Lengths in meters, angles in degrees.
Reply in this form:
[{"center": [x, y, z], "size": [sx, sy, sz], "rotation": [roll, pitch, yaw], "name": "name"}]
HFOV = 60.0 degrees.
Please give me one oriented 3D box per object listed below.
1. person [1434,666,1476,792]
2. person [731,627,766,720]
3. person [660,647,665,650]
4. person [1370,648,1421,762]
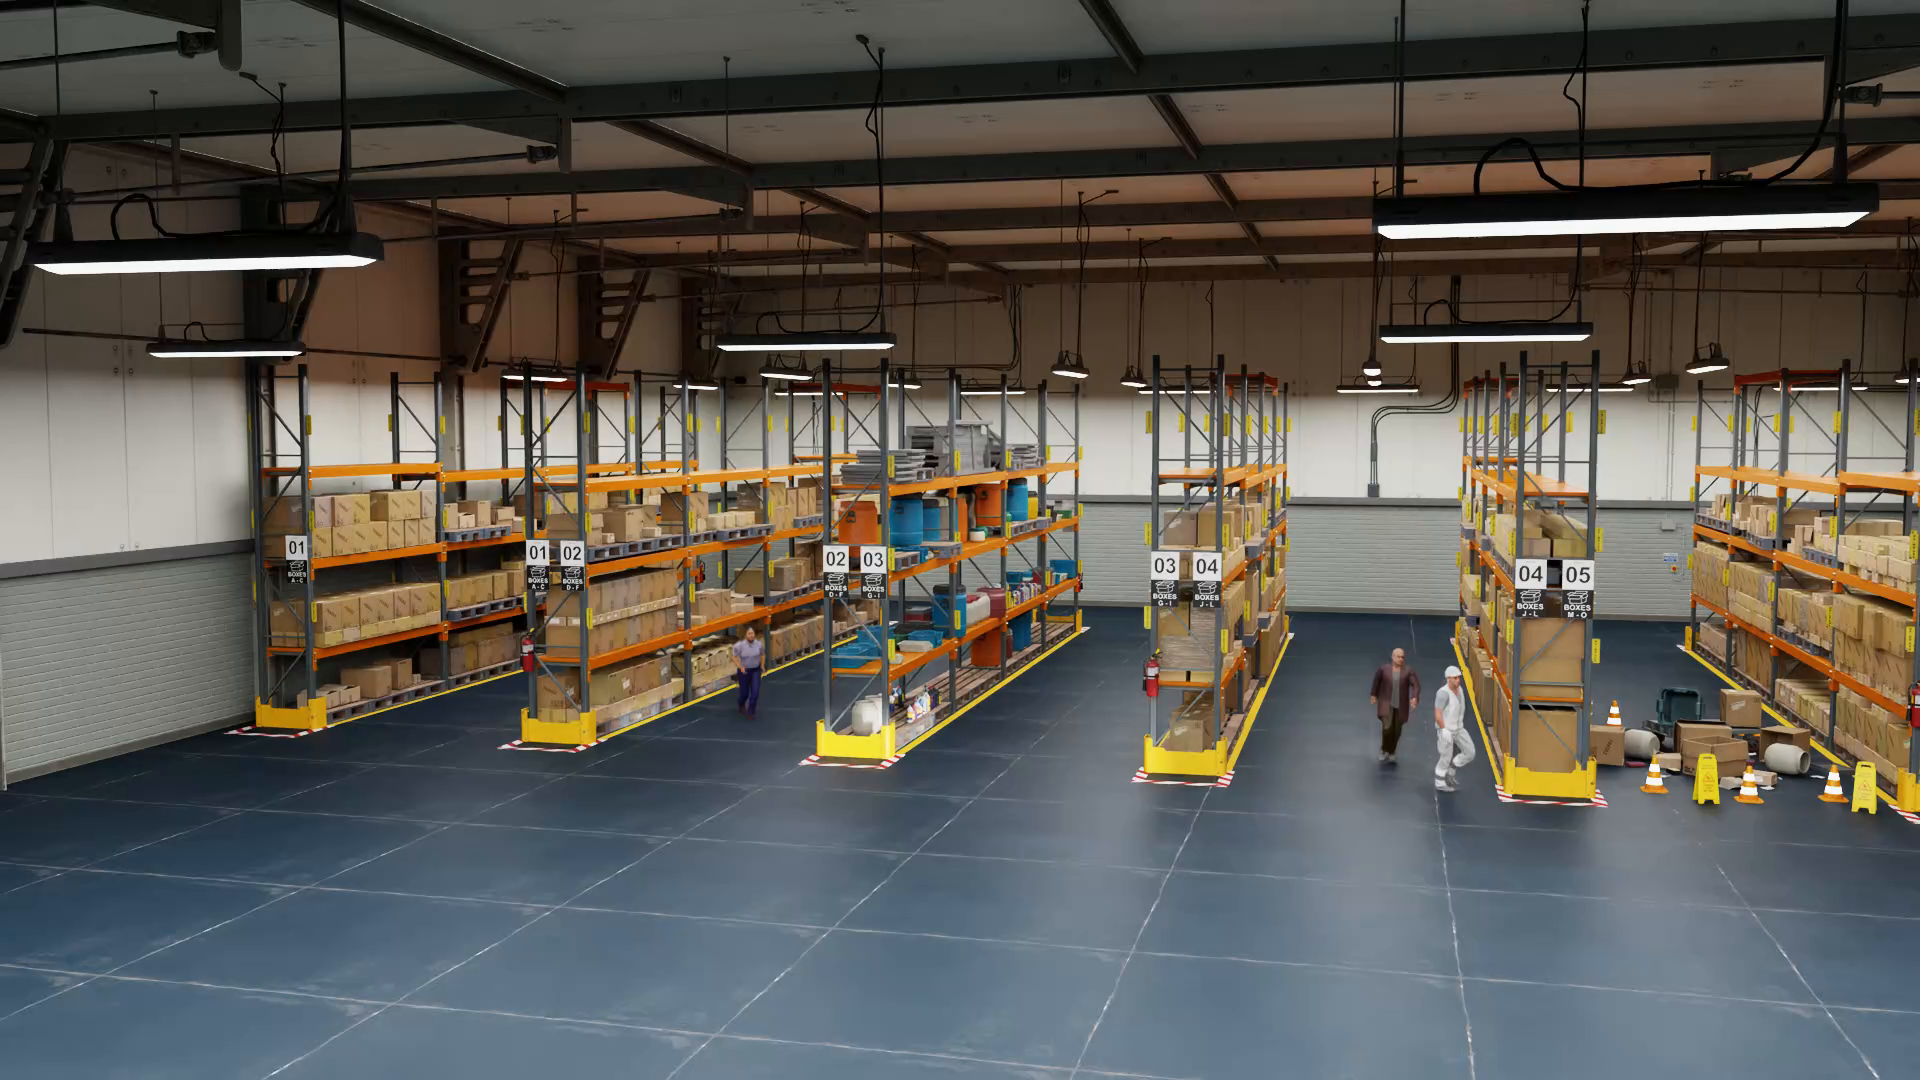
[{"center": [6.637, 2.574, 22.569], "size": [0.652, 1.754, 0.540], "rotation": [-3, 5, -35], "name": "person"}, {"center": [-3.614, 2.265, 28.392], "size": [0.607, 1.595, 0.637], "rotation": [-1, 4, -19], "name": "person"}, {"center": [-6.665, 1.662, 36.425], "size": [0.589, 1.725, 0.840], "rotation": [0, 4, 4], "name": "person"}, {"center": [6.412, 2.437, 24.432], "size": [0.665, 1.729, 0.881], "rotation": [0, 4, 5], "name": "person"}]
